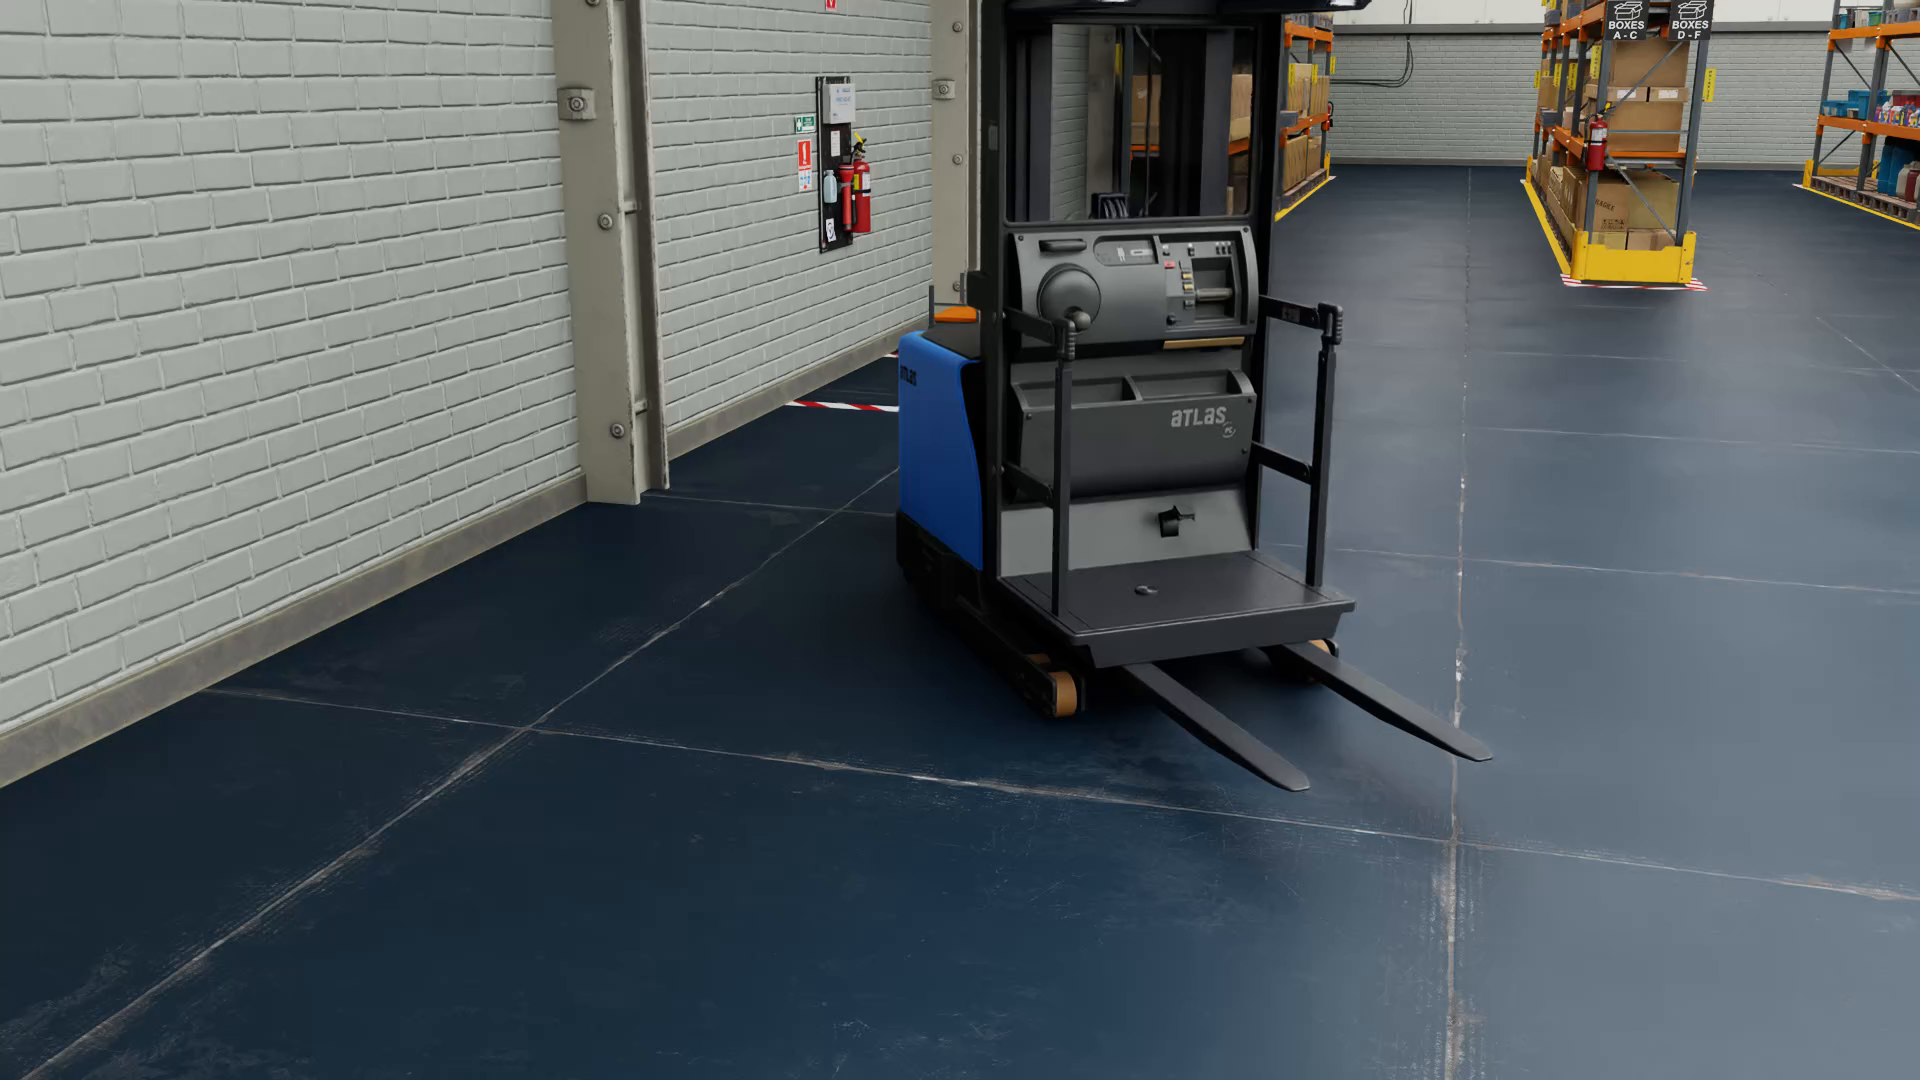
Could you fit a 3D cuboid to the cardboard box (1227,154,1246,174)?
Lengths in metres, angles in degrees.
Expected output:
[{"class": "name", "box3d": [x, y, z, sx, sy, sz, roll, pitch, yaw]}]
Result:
[{"class": "cardboard box", "box3d": [3.751, -5.300, 23.419, 0.500, 0.250, 0.500, 4, 16, 15]}]

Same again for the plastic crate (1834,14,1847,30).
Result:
[{"class": "plastic crate", "box3d": [15.968, -9.293, 29.839, 0.497, 0.269, 0.590, 5, 16, 16]}]

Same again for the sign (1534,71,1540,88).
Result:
[{"class": "sign", "box3d": [11.076, -8.836, 31.897, 0.100, 0.325, 0.005, 5, 16, 16]}]

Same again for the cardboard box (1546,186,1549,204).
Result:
[{"class": "cardboard box", "box3d": [8.893, -5.049, 24.403, 0.500, 0.250, 0.500, 5, 16, 16]}]

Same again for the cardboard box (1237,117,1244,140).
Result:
[{"class": "cardboard box", "box3d": [3.172, -5.017, 20.258, 0.500, 0.250, 0.500, 5, 17, 16]}]

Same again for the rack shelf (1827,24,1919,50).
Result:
[{"class": "rack shelf", "box3d": [15.776, -8.566, 28.354, 1.077, 0.370, 4.000, 5, 16, 16]}]

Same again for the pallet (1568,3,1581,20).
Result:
[{"class": "pallet", "box3d": [9.216, -7.452, 23.454, 1.213, 0.211, 1.003, 5, 17, 18]}]

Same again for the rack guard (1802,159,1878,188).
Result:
[{"class": "rack guard", "box3d": [16.339, -6.797, 30.876, 1.175, 0.500, 0.348, 5, 16, 16]}]

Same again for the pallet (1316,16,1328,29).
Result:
[{"class": "pallet", "box3d": [6.300, -9.646, 31.005, 1.003, 0.211, 1.213, 5, 16, 16]}]

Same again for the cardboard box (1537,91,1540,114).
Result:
[{"class": "cardboard box", "box3d": [11.076, -8.194, 31.039, 0.500, 0.500, 0.500, 4, 16, 15]}]

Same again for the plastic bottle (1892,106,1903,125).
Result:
[{"class": "plastic bottle", "box3d": [14.382, -6.492, 25.446, 0.152, 0.276, 0.135, 5, 16, 16]}]

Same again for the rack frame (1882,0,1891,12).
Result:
[{"class": "rack frame", "box3d": [15.208, -9.832, 26.001, 1.000, 3.000, 0.127, 5, 16, 16]}]

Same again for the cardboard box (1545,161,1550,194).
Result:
[{"class": "cardboard box", "box3d": [9.511, -5.692, 26.173, 0.500, 0.500, 0.500, 4, 16, 14]}]

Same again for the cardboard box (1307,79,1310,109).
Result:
[{"class": "cardboard box", "box3d": [5.820, -7.774, 28.977, 0.500, 0.500, 0.500, 4, 16, 15]}]

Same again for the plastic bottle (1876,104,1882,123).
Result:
[{"class": "plastic bottle", "box3d": [14.657, -6.792, 26.491, 0.061, 0.283, 0.133, 5, 16, 16]}]

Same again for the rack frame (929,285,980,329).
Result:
[{"class": "rack frame", "box3d": [-0.022, -0.557, 7.593, 0.240, 1.200, 0.015, 5, 16, 16]}]

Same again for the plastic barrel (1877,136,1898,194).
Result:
[{"class": "plastic barrel", "box3d": [15.037, -5.997, 26.552, 0.600, 0.901, 0.708, 5, 16, 16]}]

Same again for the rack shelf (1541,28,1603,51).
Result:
[{"class": "rack shelf", "box3d": [11.028, -8.951, 29.711, 1.077, 0.370, 4.000, 5, 16, 16]}]

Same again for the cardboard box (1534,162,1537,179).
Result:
[{"class": "cardboard box", "box3d": [10.563, -6.616, 29.780, 0.500, 0.311, 0.500, 5, 16, 16]}]

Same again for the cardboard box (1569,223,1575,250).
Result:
[{"class": "cardboard box", "box3d": [7.049, -3.365, 18.467, 0.500, 0.250, 0.500, 5, 16, 16]}]

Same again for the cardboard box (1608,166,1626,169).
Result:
[{"class": "cardboard box", "box3d": [9.410, -5.277, 24.179, 0.500, 0.311, 0.500, 5, 17, 17]}]

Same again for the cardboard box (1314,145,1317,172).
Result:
[{"class": "cardboard box", "box3d": [6.459, -7.306, 31.903, 0.700, 0.500, 0.500, 4, 16, 14]}]

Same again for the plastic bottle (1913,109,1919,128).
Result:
[{"class": "plastic bottle", "box3d": [14.004, -6.167, 24.311, 0.097, 0.271, 0.097, 0, 16, 0]}]

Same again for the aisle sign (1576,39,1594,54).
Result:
[{"class": "aisle sign", "box3d": [11.910, -9.622, 31.492, 0.394, 0.787, 0.004, 5, 16, 16]}]

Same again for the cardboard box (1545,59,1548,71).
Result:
[{"class": "cardboard box", "box3d": [10.498, -8.147, 29.038, 0.500, 0.500, 0.500, 4, 16, 15]}]

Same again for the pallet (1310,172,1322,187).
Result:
[{"class": "pallet", "box3d": [6.345, -6.885, 31.718, 1.003, 0.211, 1.213, 5, 16, 16]}]

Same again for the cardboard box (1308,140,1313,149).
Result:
[{"class": "cardboard box", "box3d": [6.292, -7.289, 30.652, 0.380, 0.149, 0.250, 5, 17, 18]}]

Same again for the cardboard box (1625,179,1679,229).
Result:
[{"class": "cardboard box", "box3d": [7.556, -3.685, 18.220, 0.500, 0.500, 0.500, 5, 16, 16]}]

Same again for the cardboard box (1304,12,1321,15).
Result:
[{"class": "cardboard box", "box3d": [6.158, -9.495, 29.634, 0.500, 0.250, 0.500, 5, 16, 16]}]

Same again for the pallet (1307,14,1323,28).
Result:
[{"class": "pallet", "box3d": [5.952, -9.328, 29.883, 1.003, 0.211, 1.213, 5, 16, 16]}]

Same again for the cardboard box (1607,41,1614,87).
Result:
[{"class": "cardboard box", "box3d": [7.354, -5.137, 17.881, 0.700, 0.500, 0.500, 4, 16, 14]}]

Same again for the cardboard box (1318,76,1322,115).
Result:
[{"class": "cardboard box", "box3d": [6.289, -8.381, 31.329, 0.980, 0.700, 0.700, 4, 16, 13]}]

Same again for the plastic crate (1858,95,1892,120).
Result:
[{"class": "plastic crate", "box3d": [15.013, -7.115, 27.338, 0.392, 0.384, 0.575, 5, 16, 16]}]

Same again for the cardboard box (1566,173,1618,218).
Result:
[{"class": "cardboard box", "box3d": [7.330, -3.988, 19.288, 0.500, 0.500, 0.500, 5, 16, 16]}]

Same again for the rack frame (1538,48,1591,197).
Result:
[{"class": "rack frame", "box3d": [10.460, -7.331, 28.178, 1.000, 3.000, 0.127, 5, 16, 16]}]

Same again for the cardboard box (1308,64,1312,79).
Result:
[{"class": "cardboard box", "box3d": [5.822, -8.134, 28.869, 0.500, 0.250, 0.500, 5, 17, 17]}]

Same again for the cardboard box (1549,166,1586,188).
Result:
[{"class": "cardboard box", "box3d": [8.893, -5.319, 24.327, 0.500, 0.311, 0.500, 5, 17, 18]}]

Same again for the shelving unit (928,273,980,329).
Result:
[{"class": "shelving unit", "box3d": [0.047, -0.621, 7.818, 0.258, 1.200, 0.503, 5, 16, 16]}]

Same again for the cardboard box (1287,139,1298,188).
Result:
[{"class": "cardboard box", "box3d": [5.162, -6.246, 27.524, 0.750, 0.750, 0.750, 5, 16, 16]}]

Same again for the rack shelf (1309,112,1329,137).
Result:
[{"class": "rack shelf", "box3d": [6.278, -7.891, 31.472, 1.077, 0.370, 4.000, 5, 16, 16]}]

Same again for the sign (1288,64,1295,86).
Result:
[{"class": "sign", "box3d": [5.095, -7.147, 25.552, 0.100, 0.325, 0.005, 5, 16, 16]}]

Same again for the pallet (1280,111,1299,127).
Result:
[{"class": "pallet", "box3d": [4.472, -6.380, 25.179, 1.213, 0.211, 1.003, 5, 16, 16]}]

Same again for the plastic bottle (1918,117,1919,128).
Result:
[{"class": "plastic bottle", "box3d": [13.921, -6.057, 24.052, 0.097, 0.201, 0.097, 0, 16, 0]}]

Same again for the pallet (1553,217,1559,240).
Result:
[{"class": "pallet", "box3d": [8.358, -4.092, 21.869, 1.003, 0.211, 1.213, 5, 16, 16]}]

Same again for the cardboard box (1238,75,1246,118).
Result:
[{"class": "cardboard box", "box3d": [3.161, -5.373, 20.141, 0.500, 0.500, 0.500, 5, 17, 18]}]

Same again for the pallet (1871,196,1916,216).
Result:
[{"class": "pallet", "box3d": [14.604, -5.085, 25.371, 1.003, 0.211, 1.213, 5, 16, 16]}]

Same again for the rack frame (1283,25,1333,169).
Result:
[{"class": "rack frame", "box3d": [6.846, -8.760, 33.218, 1.000, 3.000, 0.127, 5, 16, 16]}]

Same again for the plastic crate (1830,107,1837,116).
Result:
[{"class": "plastic crate", "box3d": [15.595, -7.600, 29.501, 0.250, 0.136, 0.298, 5, 16, 16]}]

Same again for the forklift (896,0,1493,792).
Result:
[{"class": "forklift", "box3d": [0.708, -0.925, 5.719, 1.130, 2.935, 3.031, -6, 17, -19]}]

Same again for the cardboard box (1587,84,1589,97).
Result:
[{"class": "cardboard box", "box3d": [7.853, -5.477, 20.270, 0.380, 0.149, 0.250, 5, 17, 17]}]
